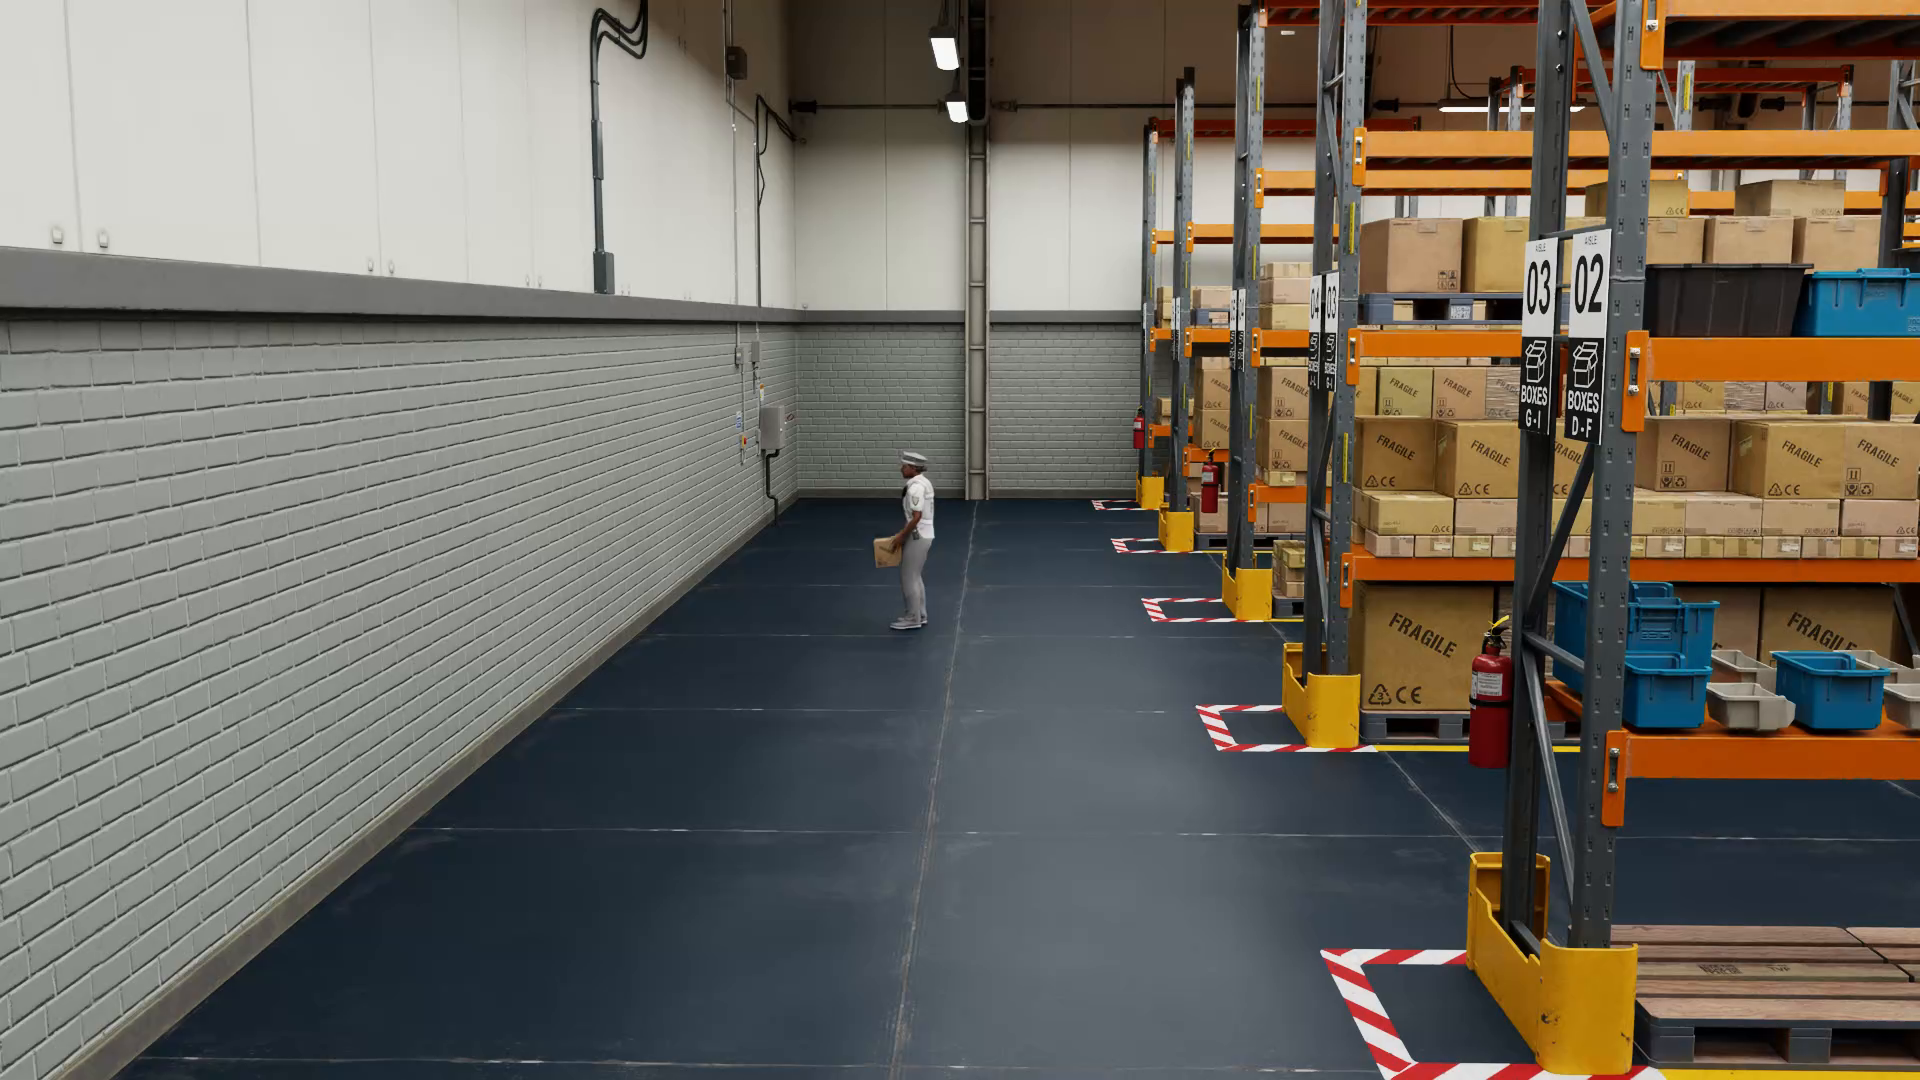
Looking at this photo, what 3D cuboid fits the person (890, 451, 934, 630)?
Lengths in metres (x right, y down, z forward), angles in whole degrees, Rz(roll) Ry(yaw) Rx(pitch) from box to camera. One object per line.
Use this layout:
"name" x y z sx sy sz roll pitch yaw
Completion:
"person" -0.452 -0.002 15.727 0.422 1.677 0.484 0 7 0
